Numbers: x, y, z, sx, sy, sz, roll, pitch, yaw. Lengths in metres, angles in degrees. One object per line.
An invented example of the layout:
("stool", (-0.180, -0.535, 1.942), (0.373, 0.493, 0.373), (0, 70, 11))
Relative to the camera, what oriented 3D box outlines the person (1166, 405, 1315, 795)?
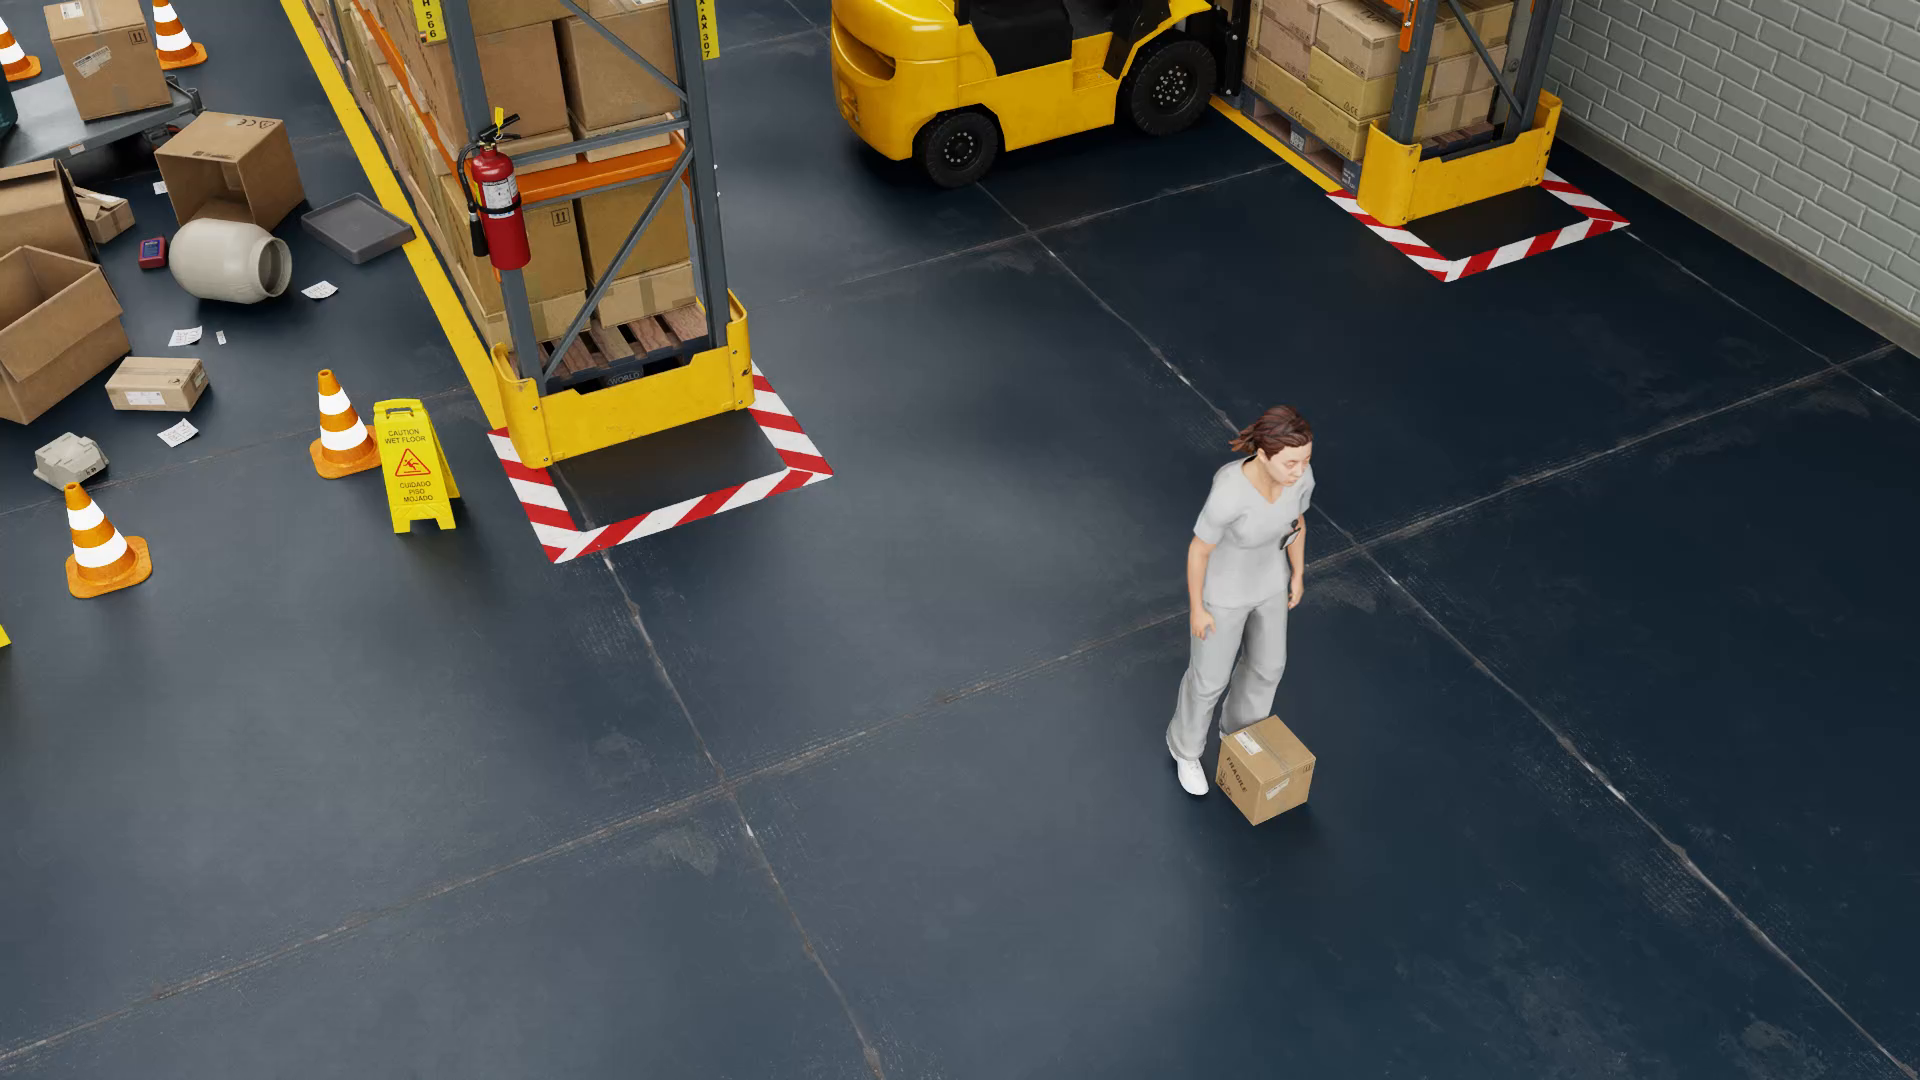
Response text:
("person", (1.031, 0.204, 5.929), (0.485, 1.672, 0.407), (-19, 45, -20))
